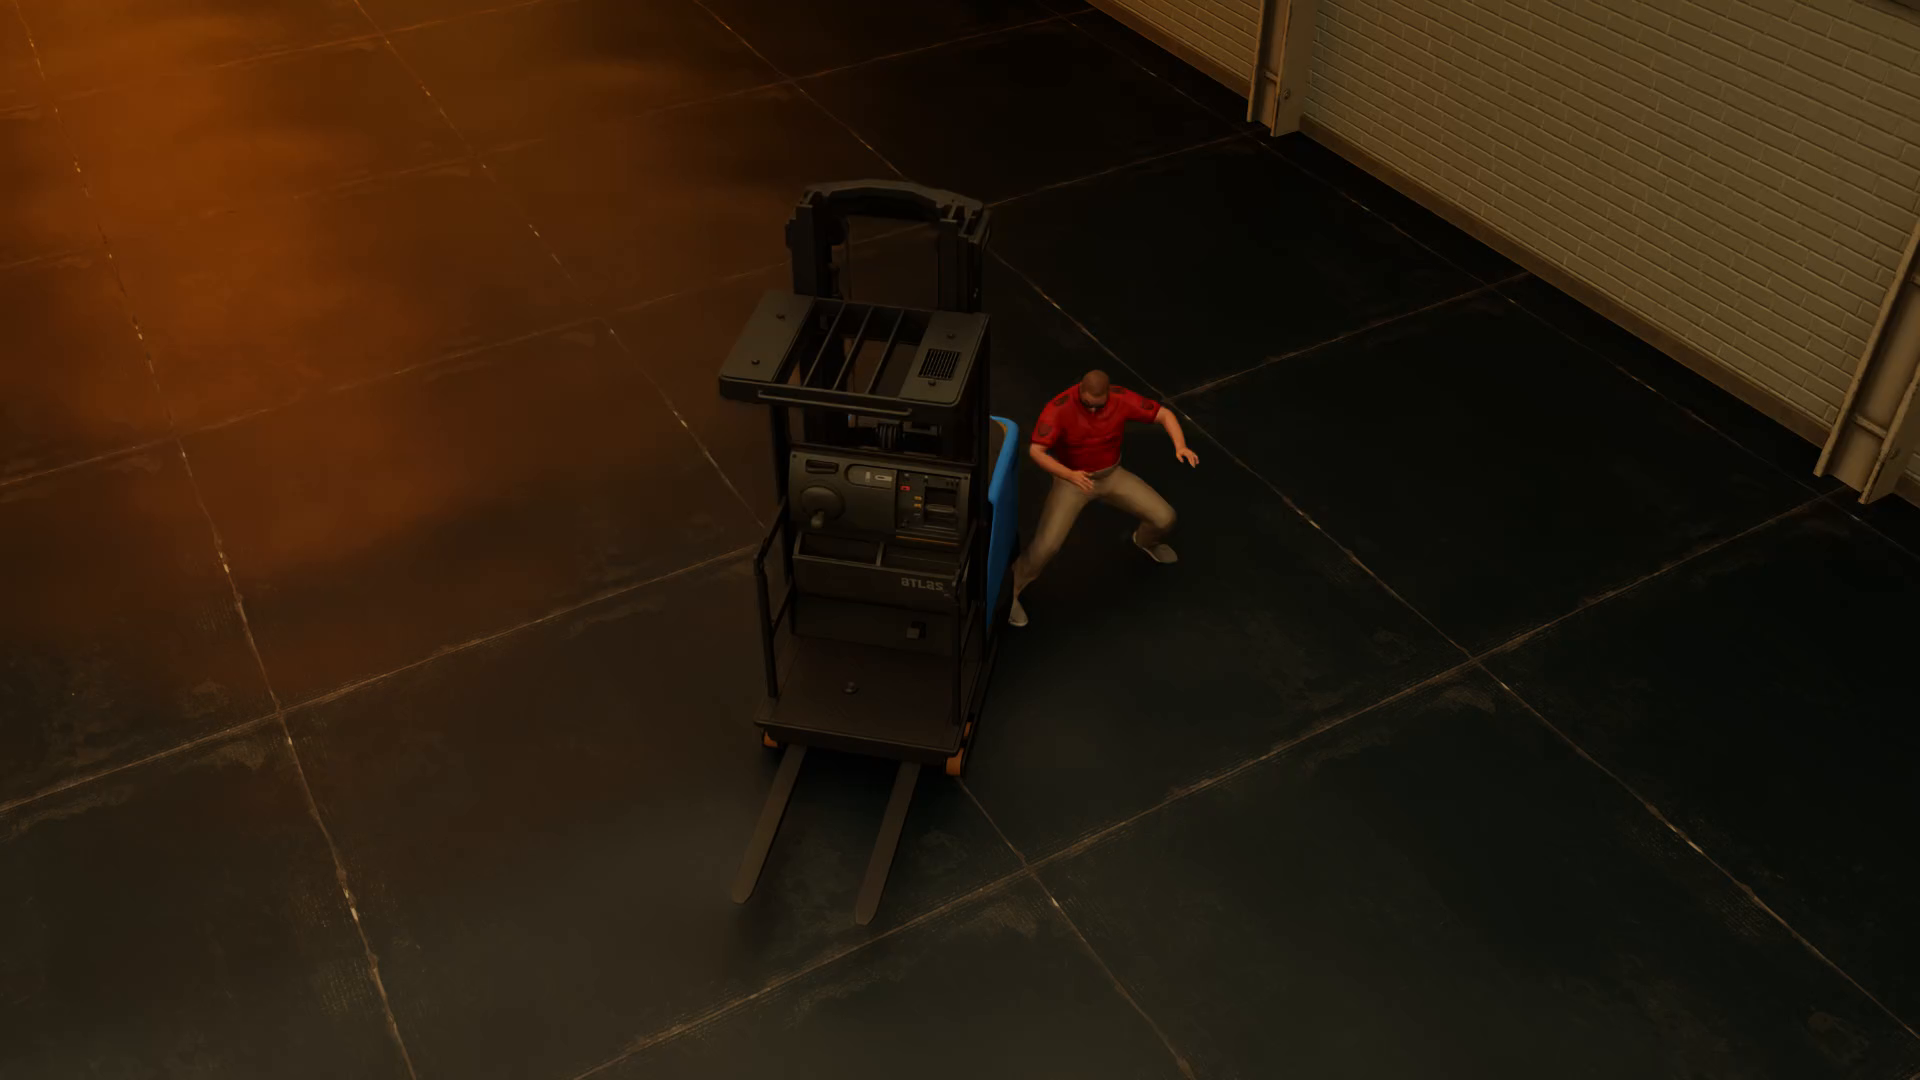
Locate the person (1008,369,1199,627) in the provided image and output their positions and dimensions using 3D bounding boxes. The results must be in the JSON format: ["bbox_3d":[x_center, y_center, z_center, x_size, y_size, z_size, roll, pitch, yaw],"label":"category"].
[{"bbox_3d":[0.785,-0.290,9.545,1.167,1.532,0.673,-6,40,-7],"label":"person"}]

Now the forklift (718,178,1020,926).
[{"bbox_3d":[-0.449,-0.138,8.202,1.130,2.935,3.031,8,40,9],"label":"forklift"}]
